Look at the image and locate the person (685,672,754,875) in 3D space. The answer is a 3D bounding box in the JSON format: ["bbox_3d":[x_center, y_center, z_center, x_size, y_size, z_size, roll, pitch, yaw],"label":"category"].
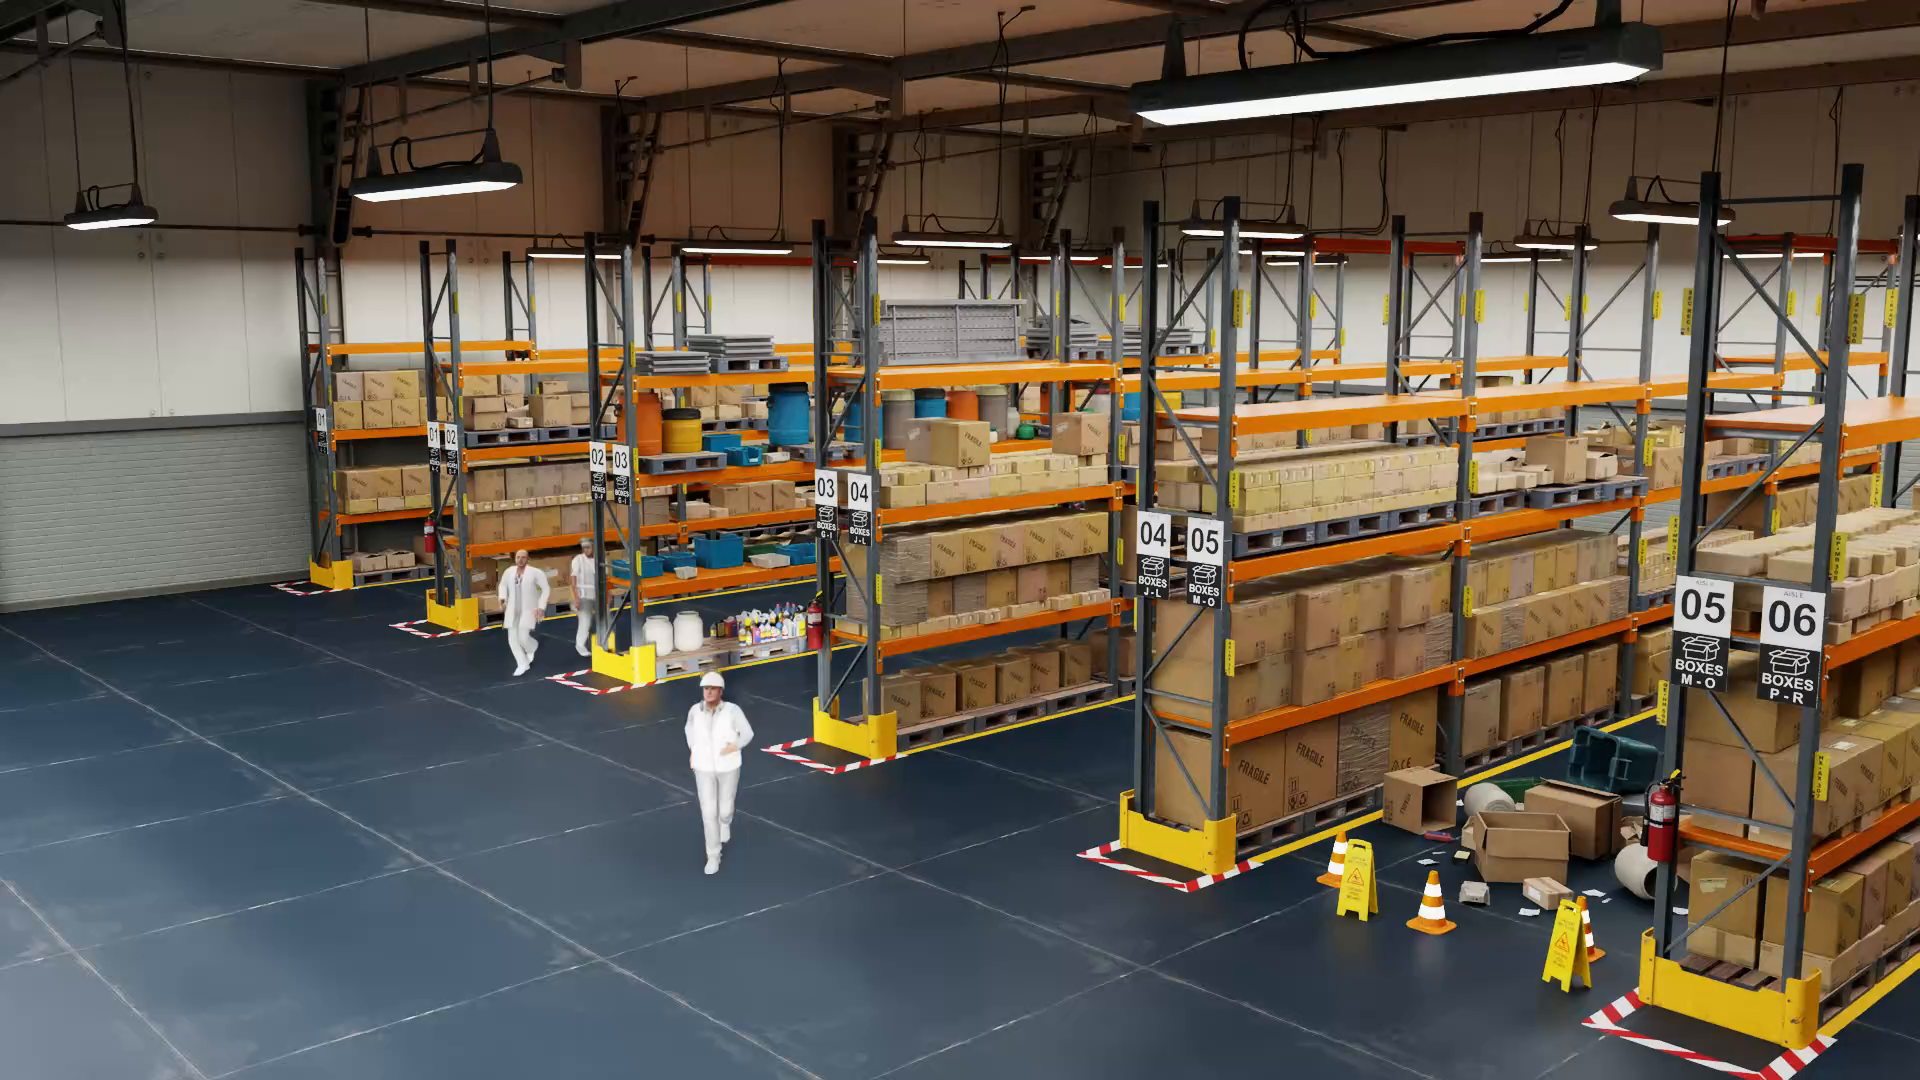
[{"bbox_3d":[-2.211,2.078,15.236,0.652,1.781,0.862,0,8,0],"label":"person"}]

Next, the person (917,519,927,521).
[{"bbox_3d":[-0.729,-0.254,29.137,0.679,1.745,0.570,6,10,37],"label":"person"}]

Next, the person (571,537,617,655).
[{"bbox_3d":[-5.280,0.819,23.923,0.591,1.758,0.520,-4,9,-28],"label":"person"}]

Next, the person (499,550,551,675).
[{"bbox_3d":[-5.996,0.984,22.853,0.732,1.735,0.661,1,8,9],"label":"person"}]

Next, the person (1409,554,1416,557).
[{"bbox_3d":[6.361,0.973,23.498,0.509,1.557,0.590,6,10,35],"label":"person"}]
